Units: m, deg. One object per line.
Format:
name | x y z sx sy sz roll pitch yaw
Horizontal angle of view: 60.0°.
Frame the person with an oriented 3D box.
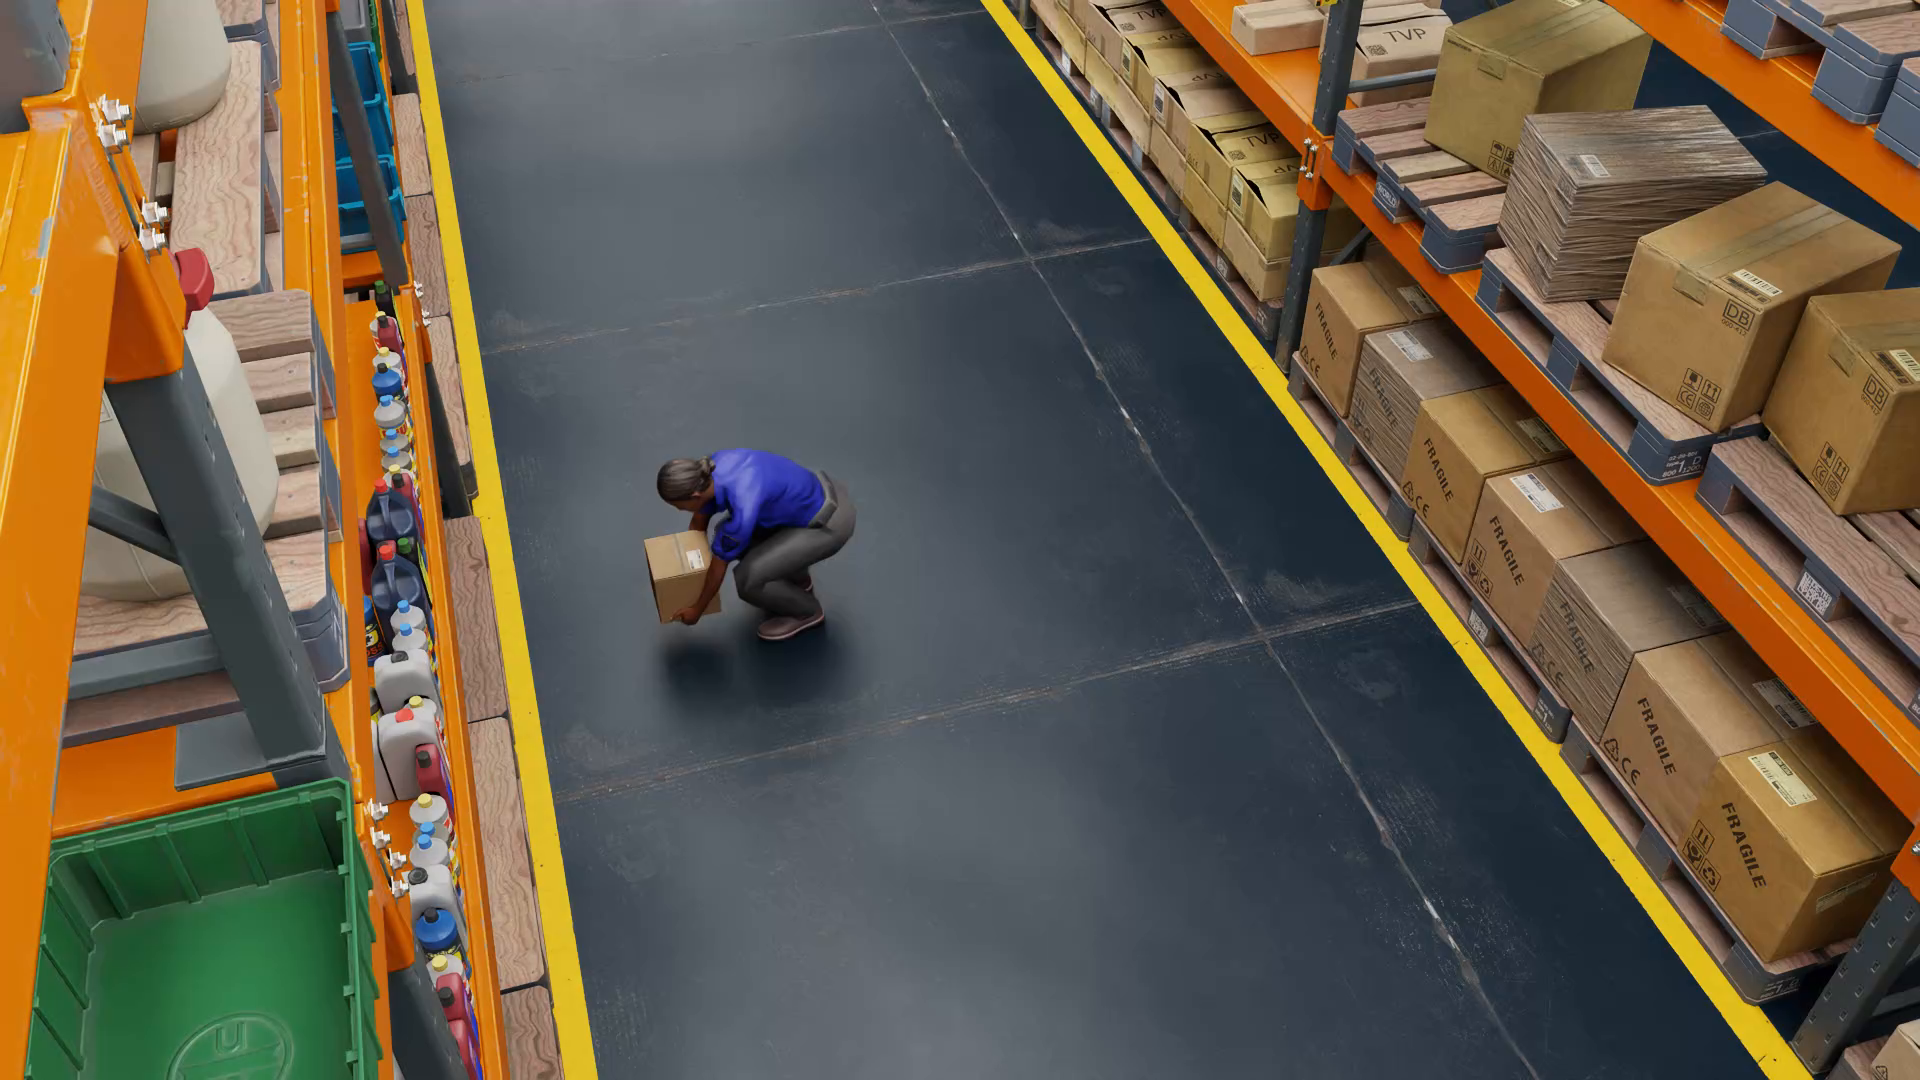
person | -0.820 -0.025 6.721 0.820 0.955 0.453 -13 44 -14
